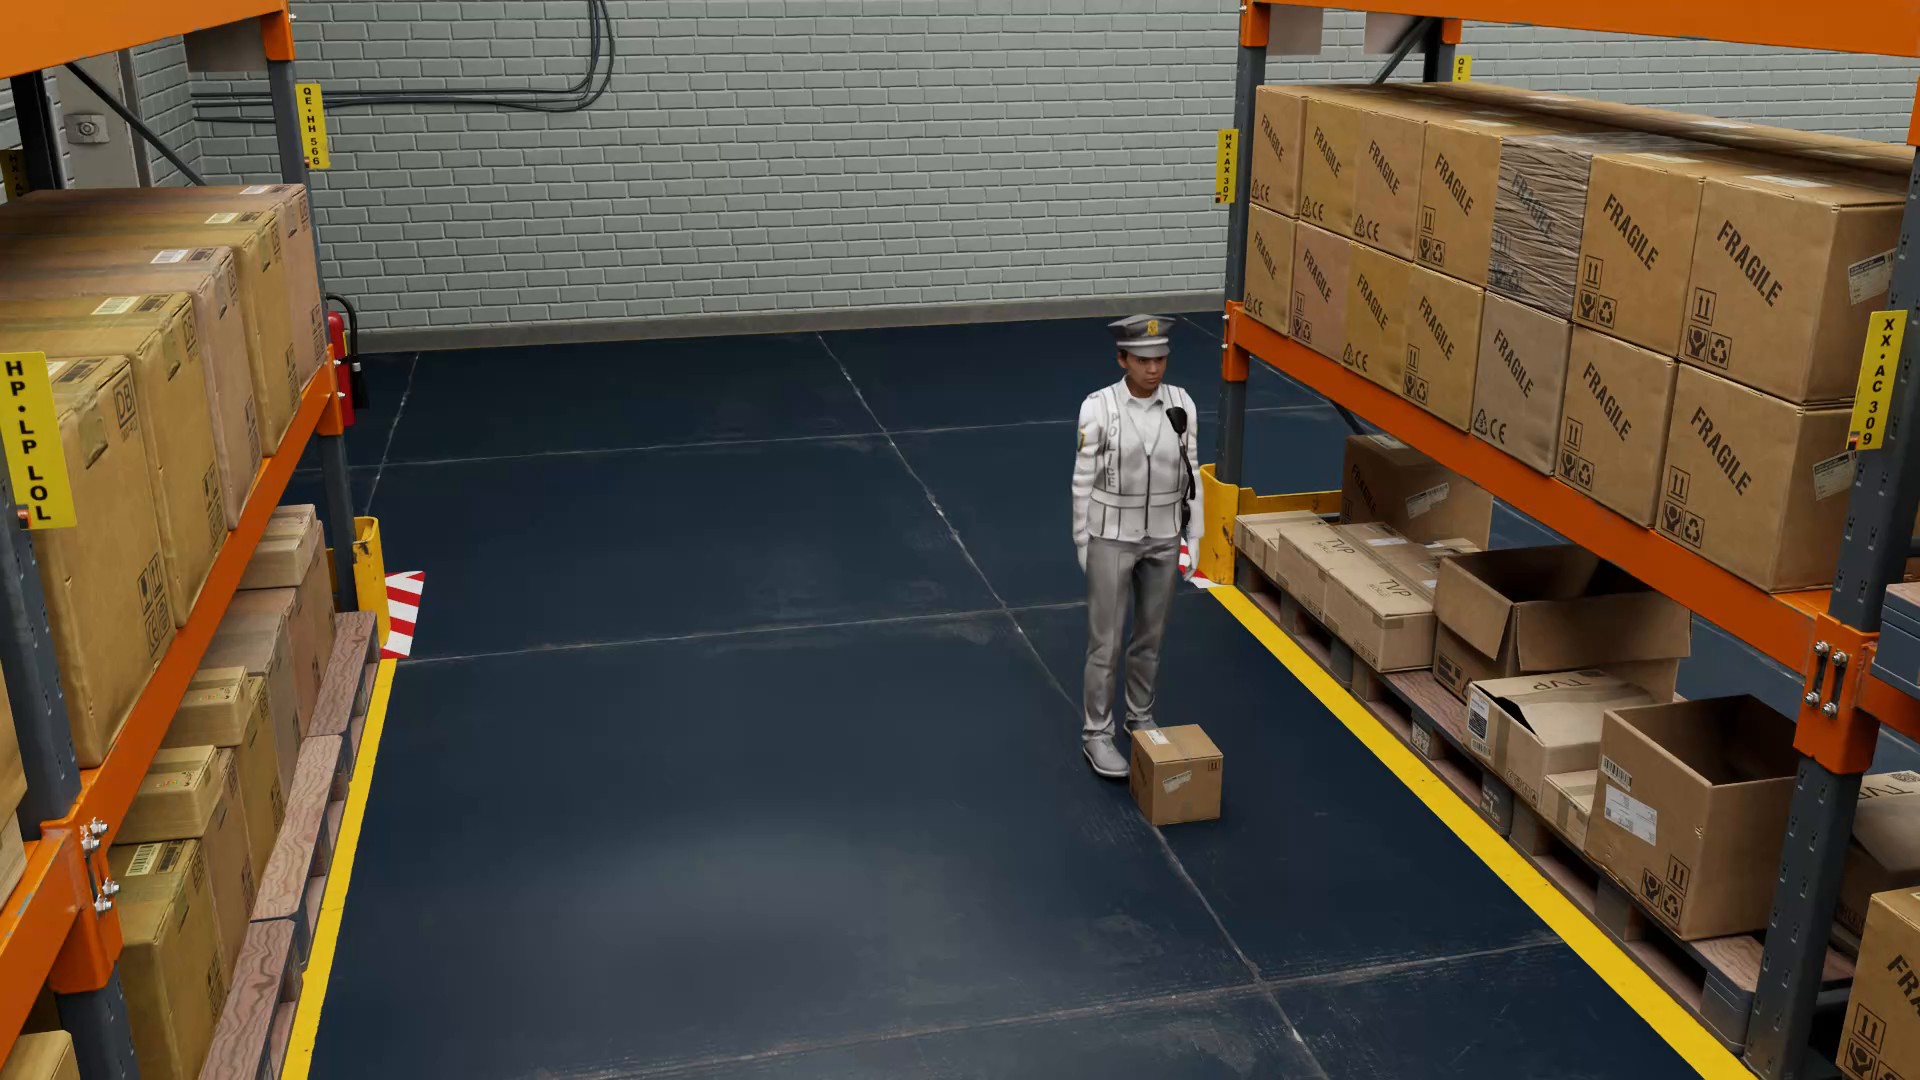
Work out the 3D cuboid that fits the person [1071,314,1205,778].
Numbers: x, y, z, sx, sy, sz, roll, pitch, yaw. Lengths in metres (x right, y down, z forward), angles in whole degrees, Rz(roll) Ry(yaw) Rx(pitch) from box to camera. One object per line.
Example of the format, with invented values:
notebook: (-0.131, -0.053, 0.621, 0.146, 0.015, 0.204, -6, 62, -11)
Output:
person: (0.665, 0.018, 5.993, 0.482, 1.679, 0.429, -5, 20, -13)
